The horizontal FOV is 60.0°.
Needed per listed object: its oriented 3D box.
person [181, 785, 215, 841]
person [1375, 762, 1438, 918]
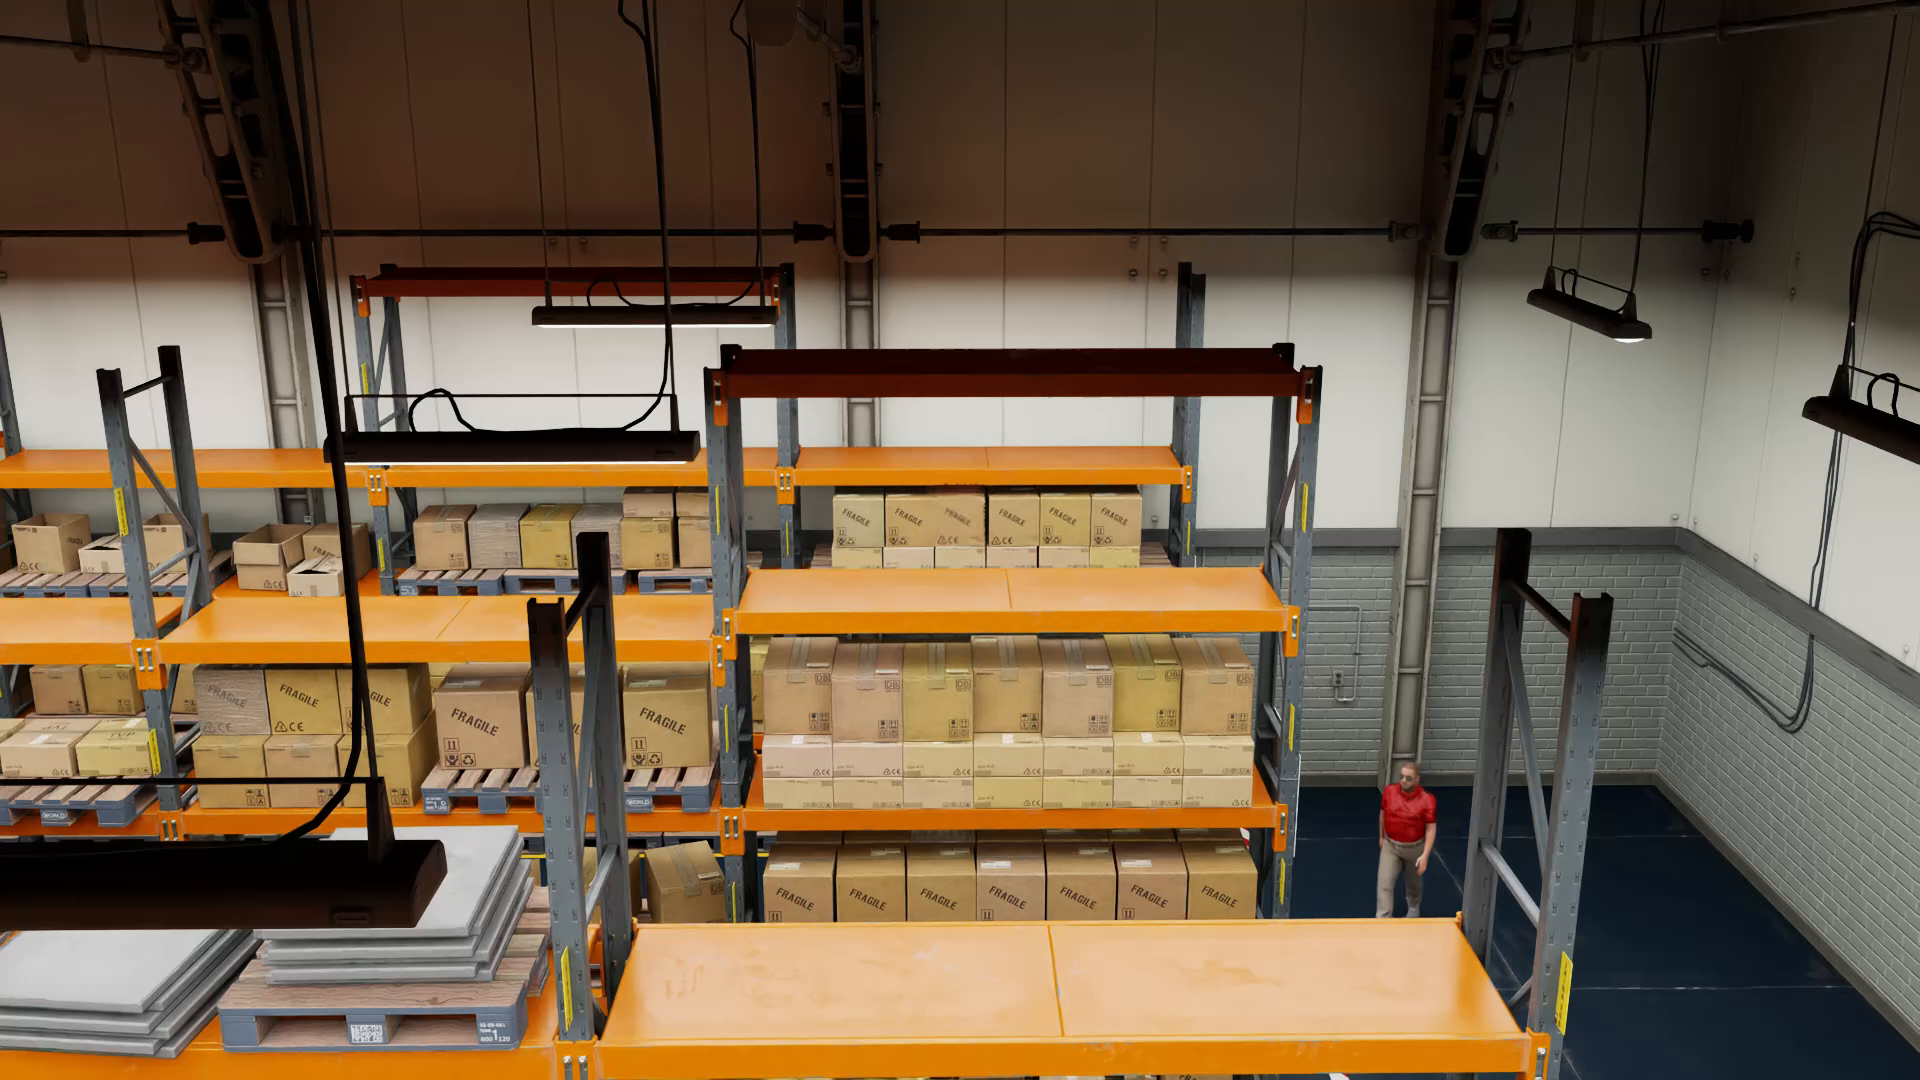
[{"bbox_3d":[-7.350,2.750,16.218,0.567,1.649,0.504,5,17,18],"label":"person"},{"bbox_3d":[4.142,2.900,15.543,0.559,1.675,1.015,8,18,26],"label":"person"}]
